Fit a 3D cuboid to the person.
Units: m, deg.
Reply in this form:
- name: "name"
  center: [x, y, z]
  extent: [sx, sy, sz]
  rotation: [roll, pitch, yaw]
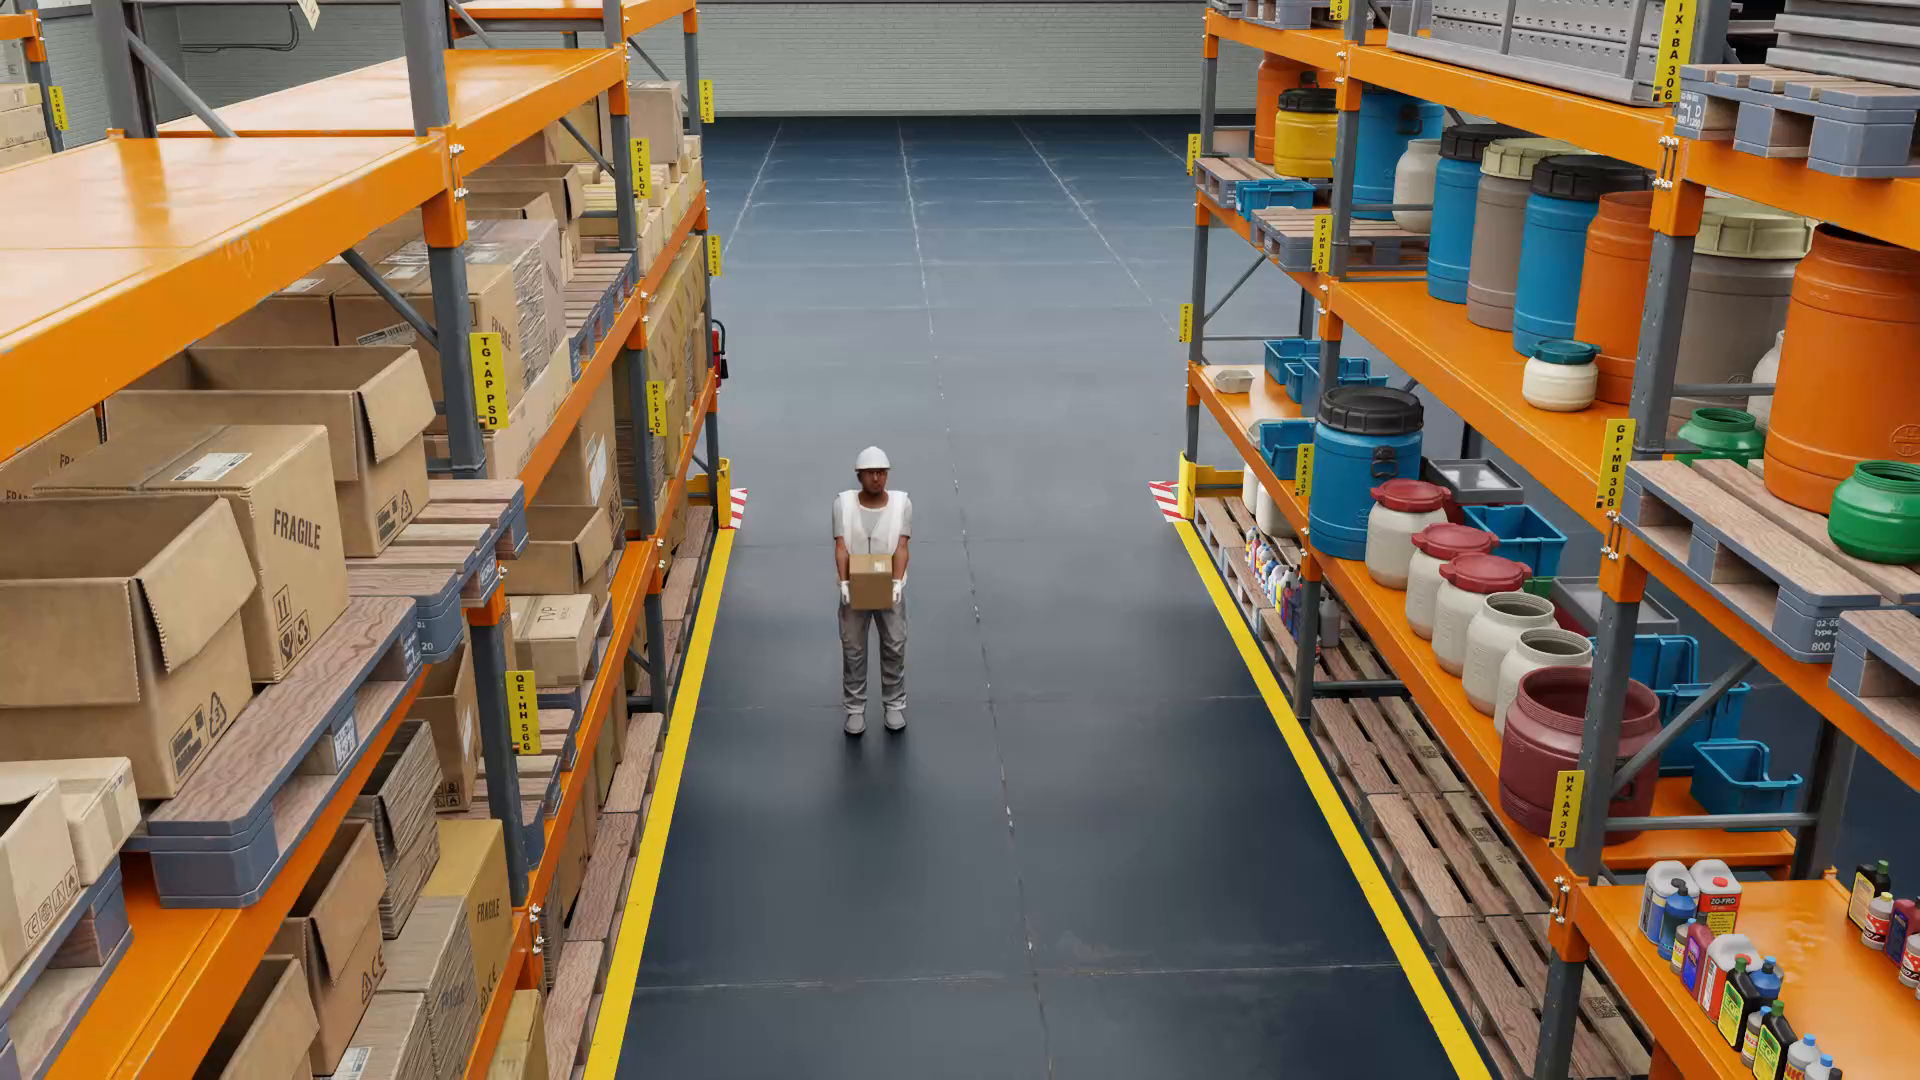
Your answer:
- name: "person"
  center: [-0.526, 0.335, 10.146]
  extent: [0.487, 1.778, 0.575]
  rotation: [-1, 20, -3]
